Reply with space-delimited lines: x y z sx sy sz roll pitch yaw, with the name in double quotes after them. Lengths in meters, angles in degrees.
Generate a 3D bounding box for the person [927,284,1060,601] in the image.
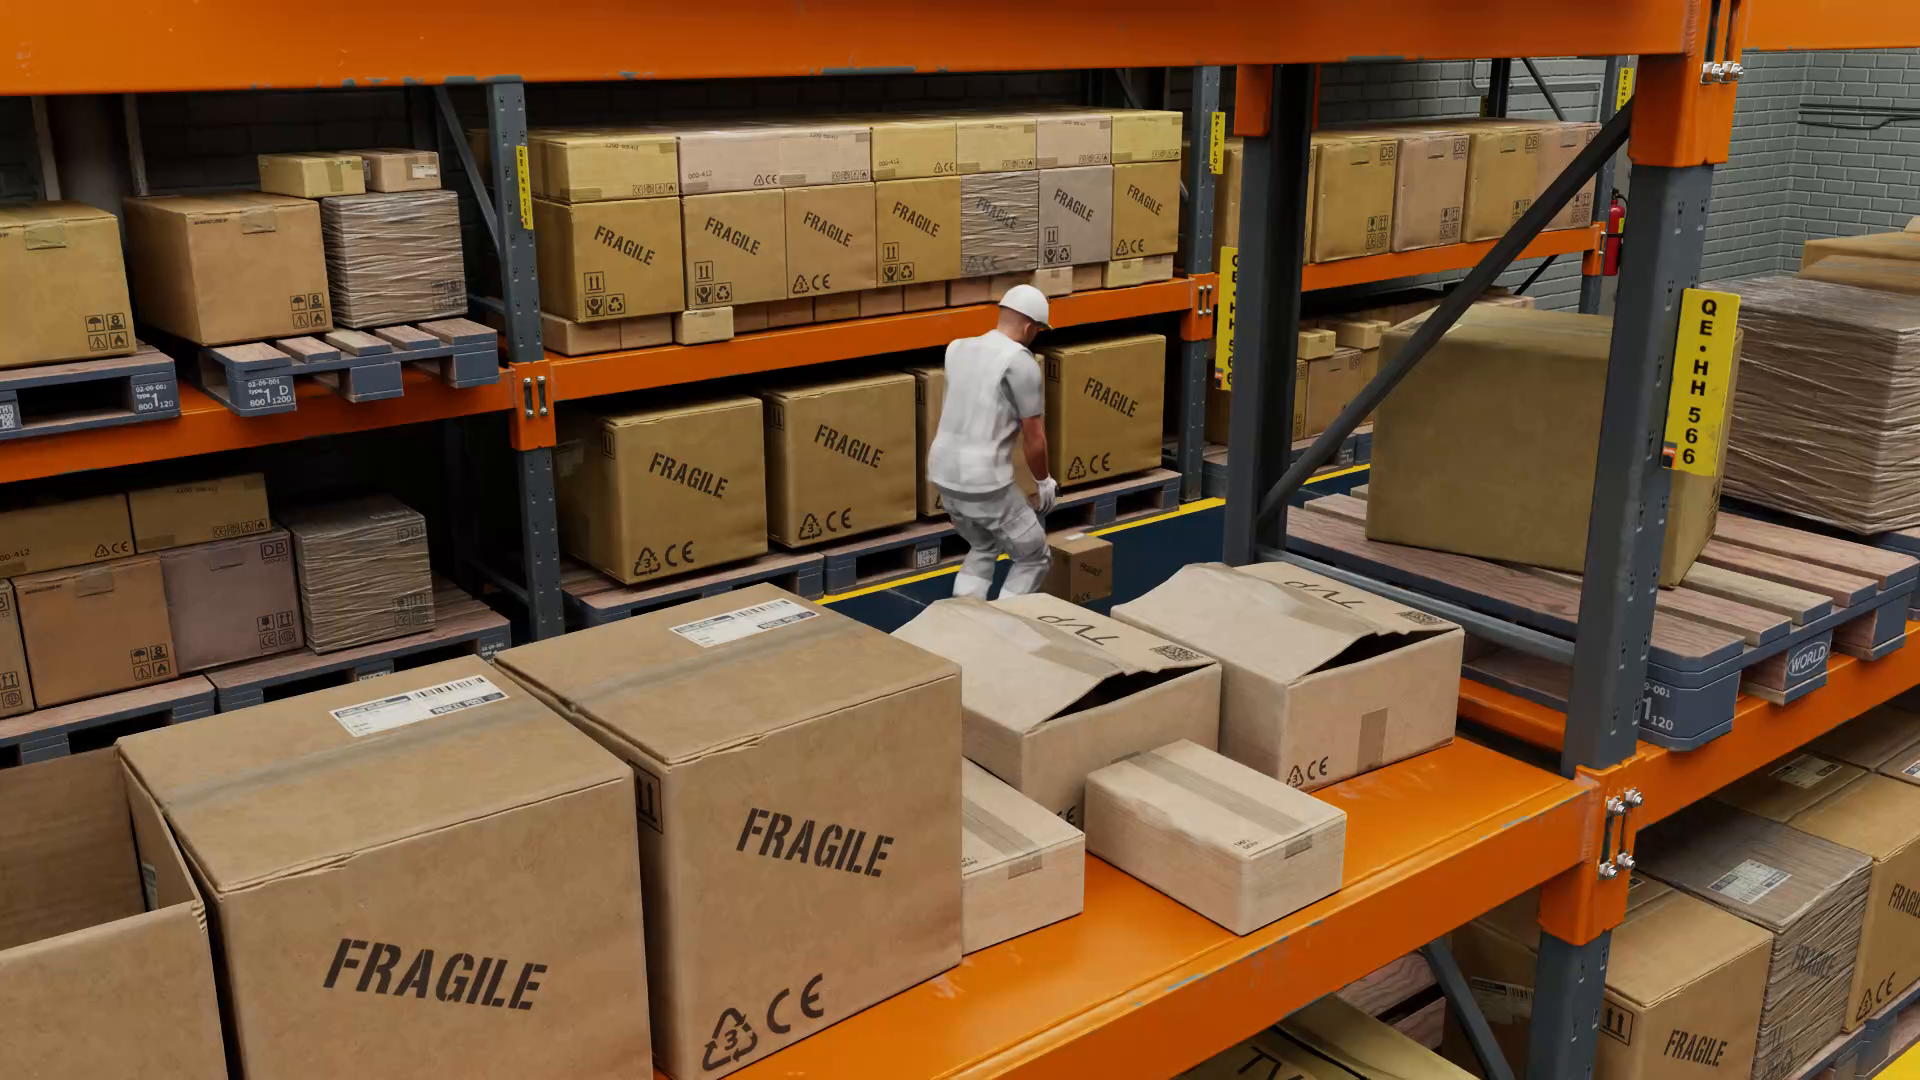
0.143 -0.263 7.119 0.602 1.627 0.568 -13 22 -35 "person"
